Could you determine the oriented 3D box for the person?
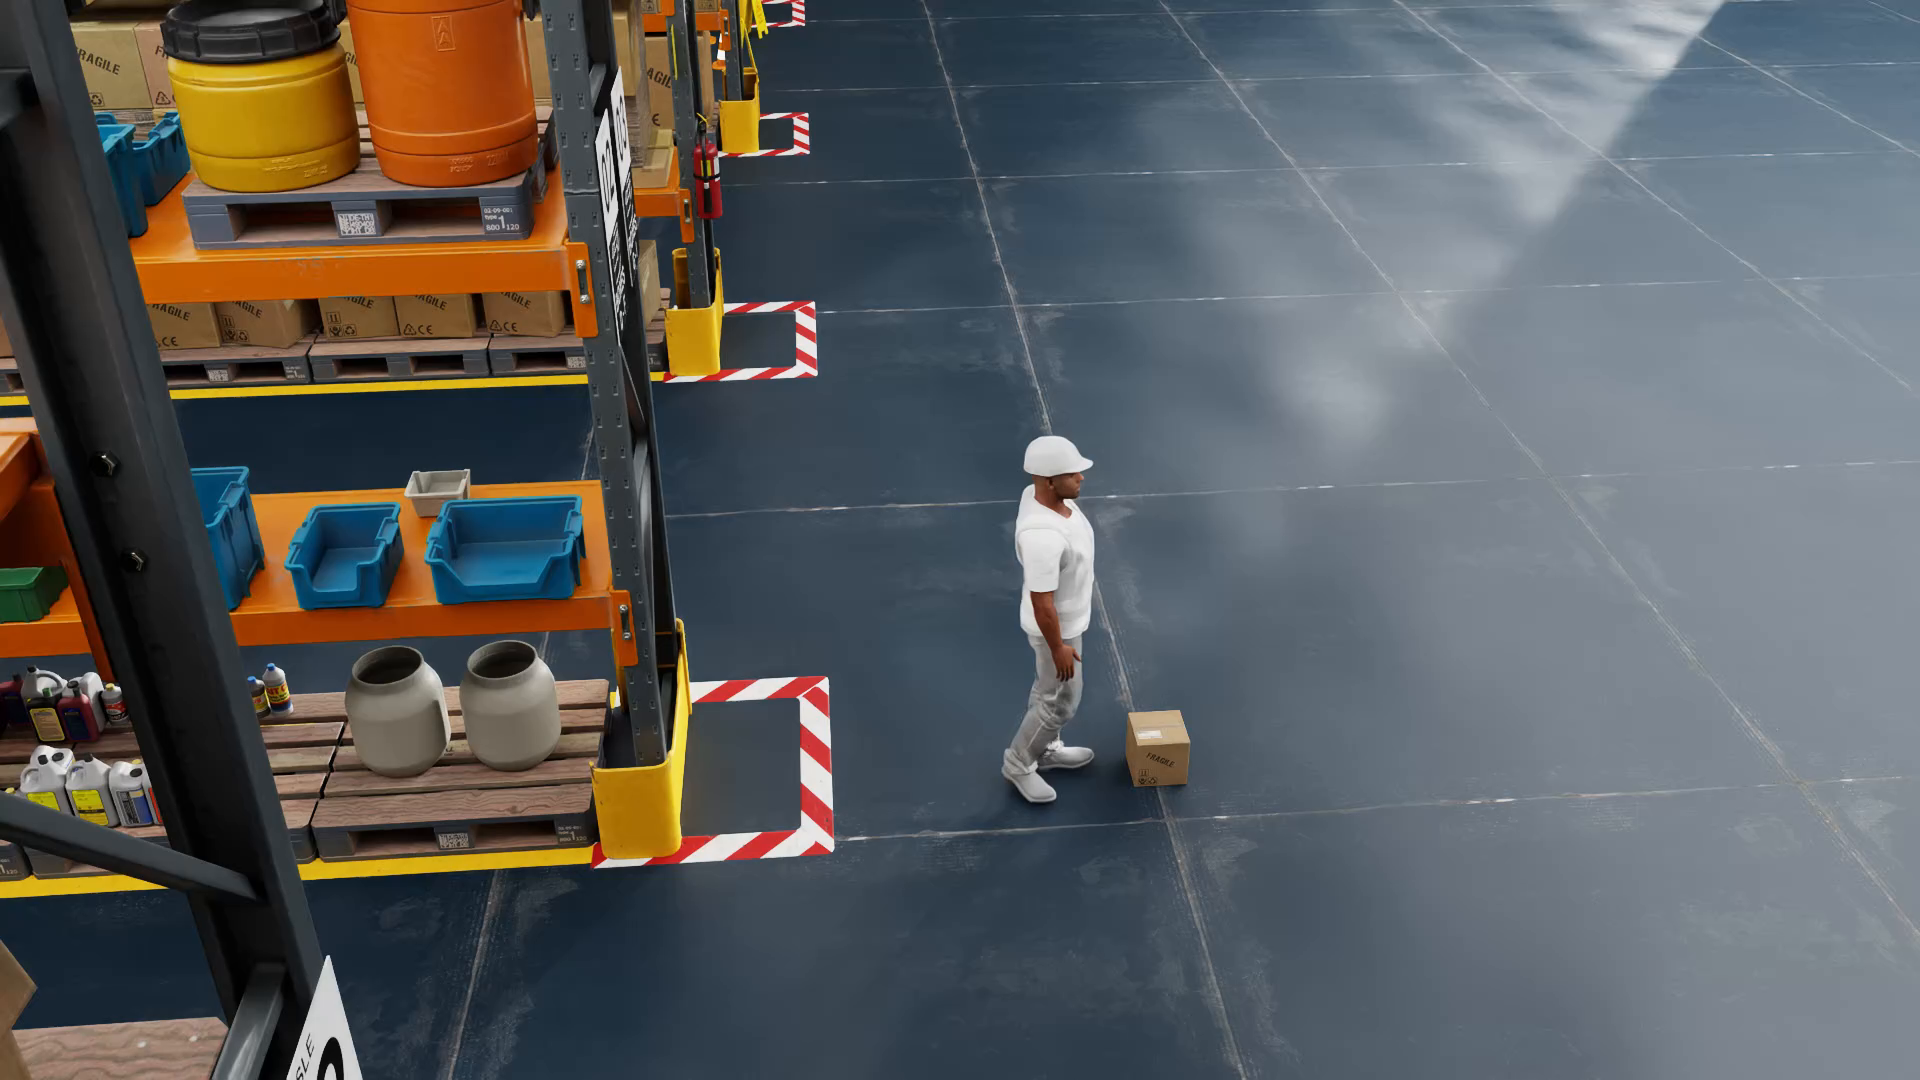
[{"bbox_3d":[0.415,0.343,7.416,0.432,1.765,0.608,3,31,5],"label":"person"}]
